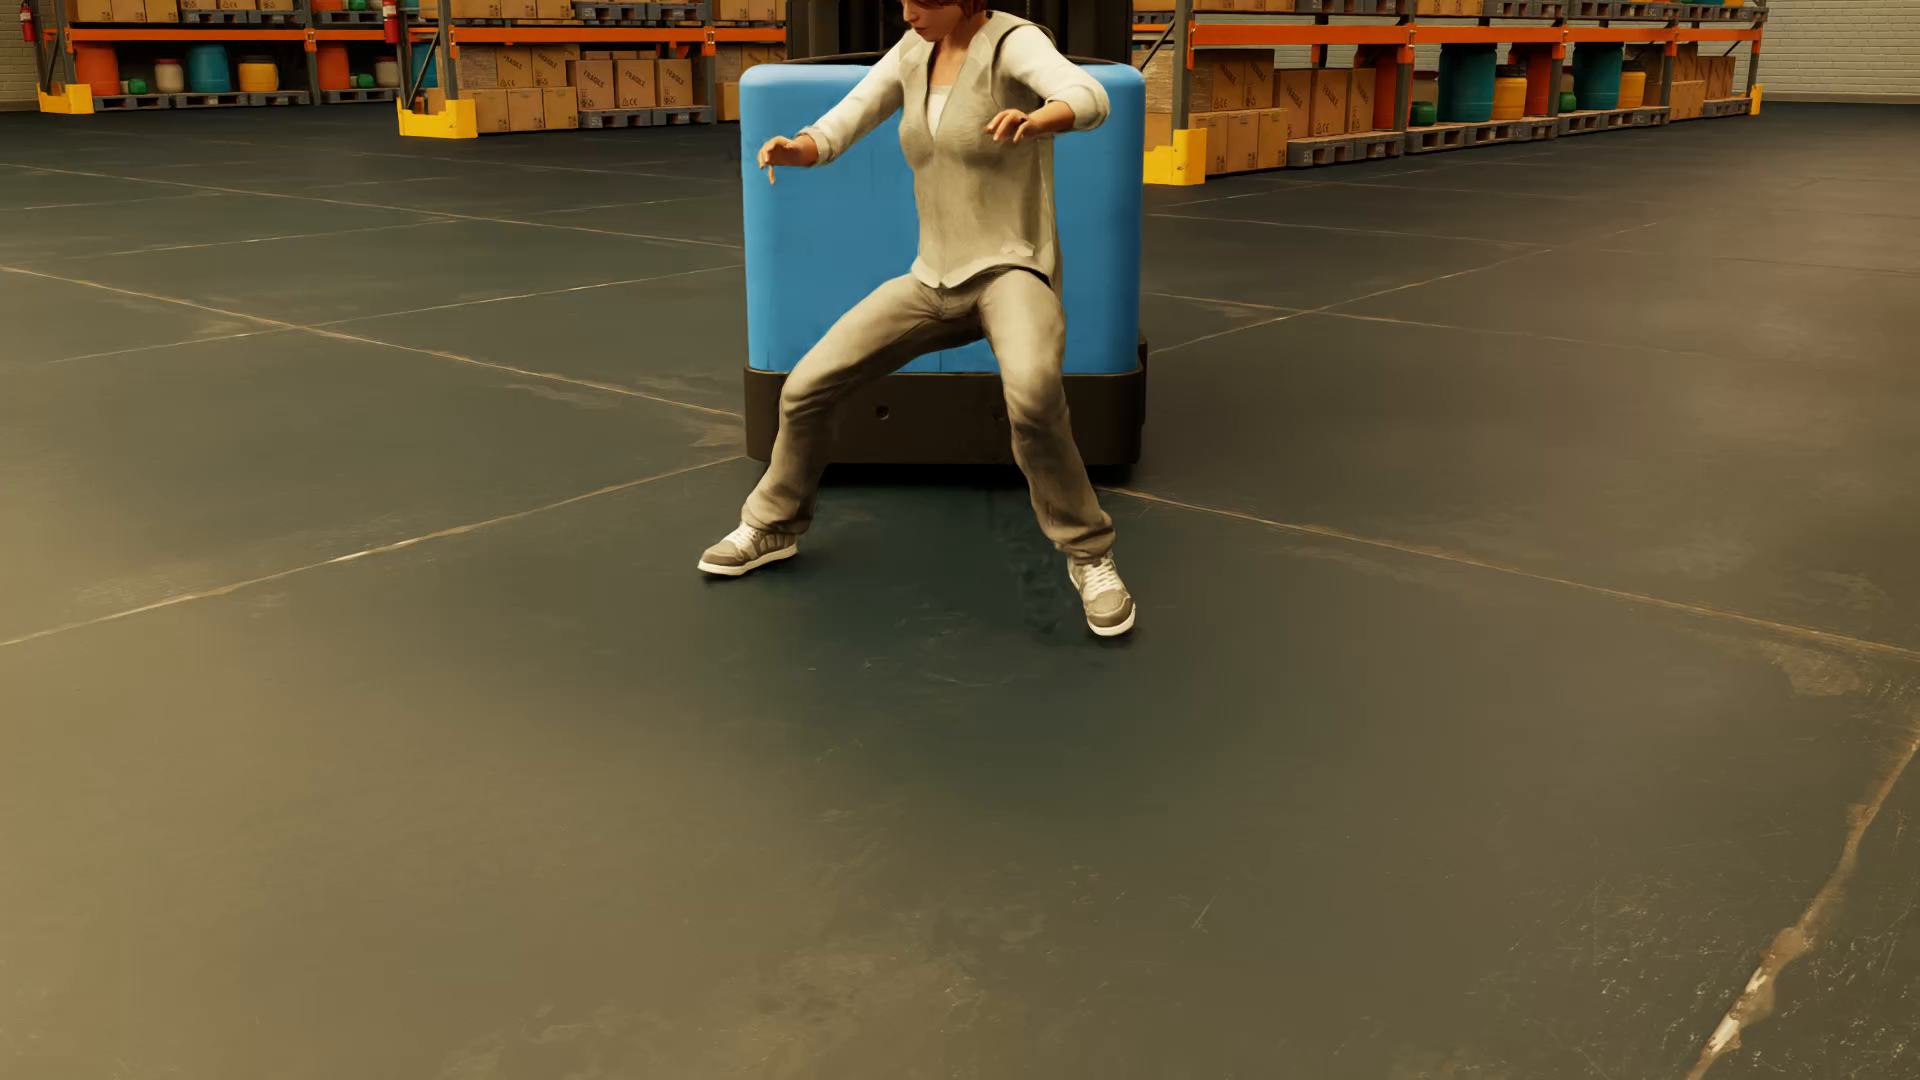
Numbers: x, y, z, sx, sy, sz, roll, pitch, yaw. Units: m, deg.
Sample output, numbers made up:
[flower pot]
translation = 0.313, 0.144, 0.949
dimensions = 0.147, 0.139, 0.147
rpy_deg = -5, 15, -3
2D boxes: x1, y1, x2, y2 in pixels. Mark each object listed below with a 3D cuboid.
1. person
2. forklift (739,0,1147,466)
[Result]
[person]
translation = -0.070, -0.531, 3.341
dimensions = 0.986, 1.363, 0.637
rpy_deg = 15, 23, 41
[forklift]
translation = 0.007, -1.970, 5.386
dimensions = 1.130, 2.935, 3.031
rpy_deg = 1, 17, 2
